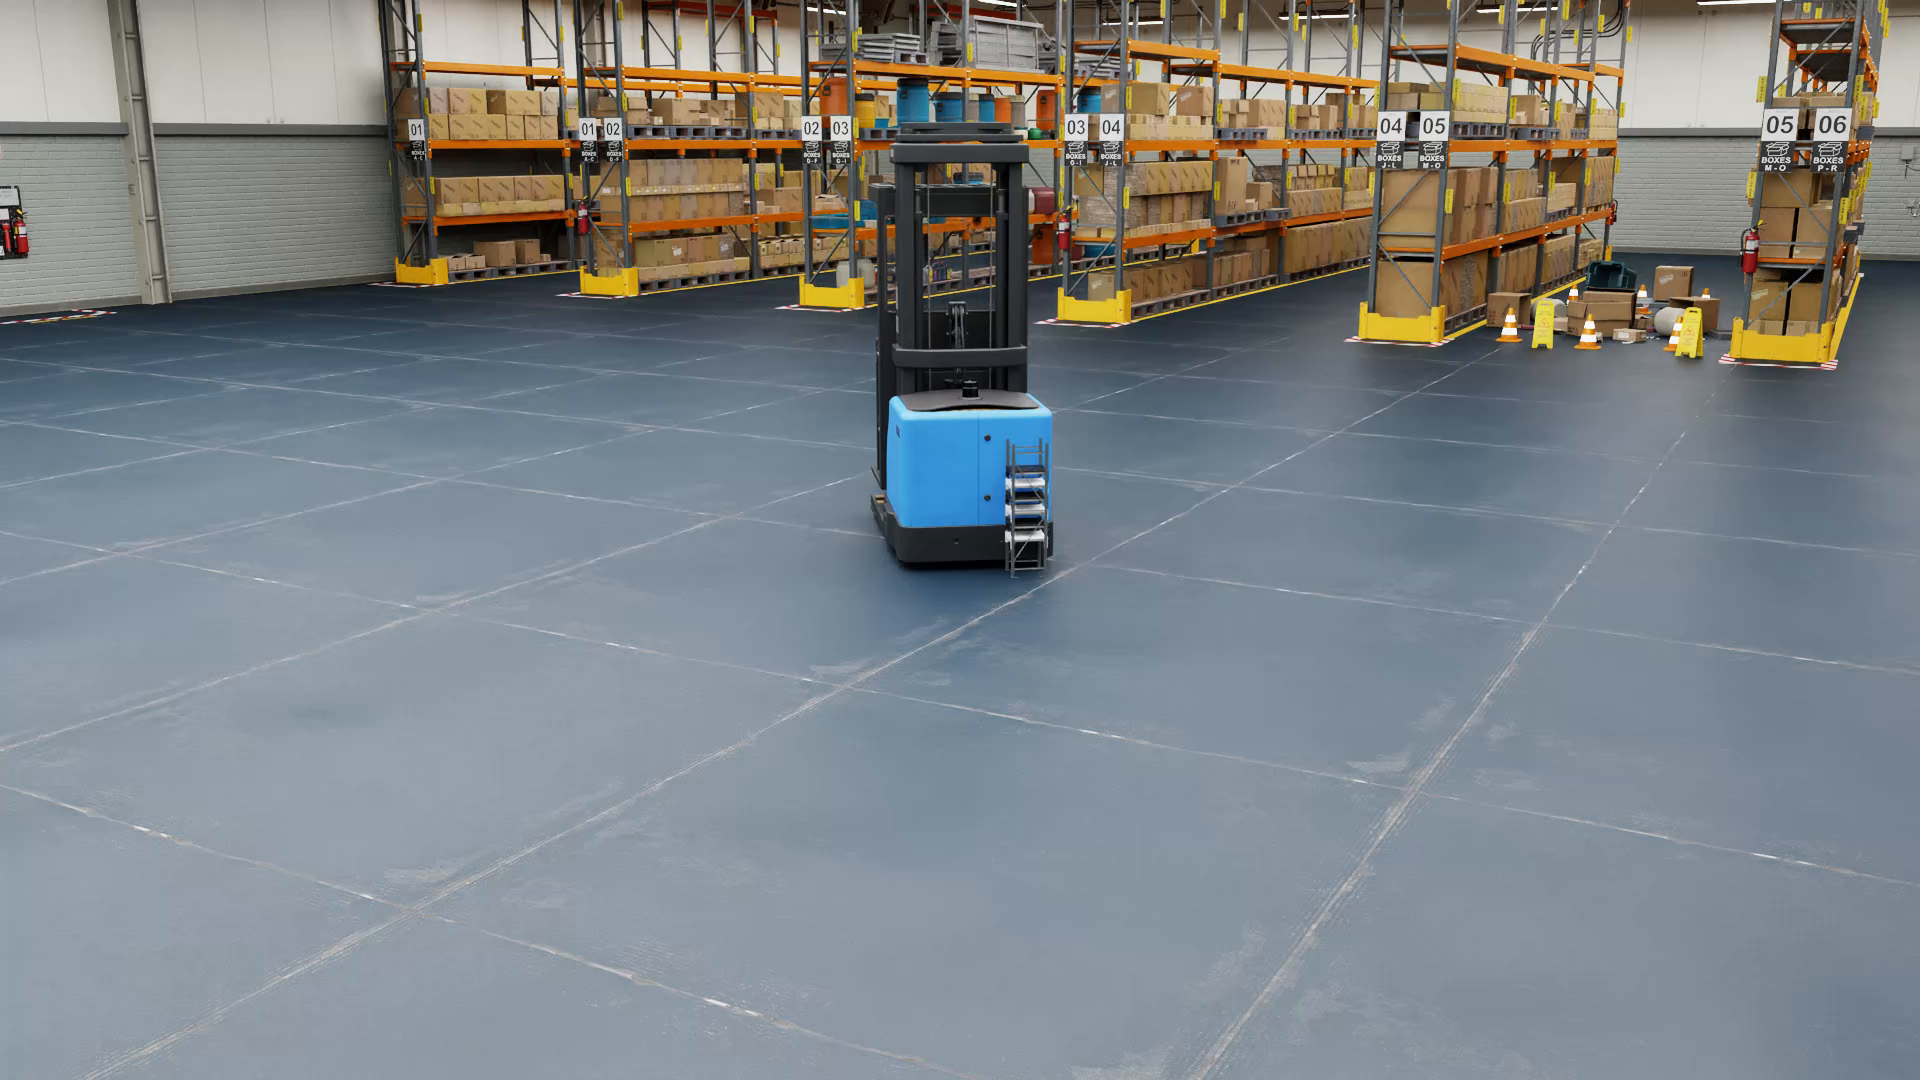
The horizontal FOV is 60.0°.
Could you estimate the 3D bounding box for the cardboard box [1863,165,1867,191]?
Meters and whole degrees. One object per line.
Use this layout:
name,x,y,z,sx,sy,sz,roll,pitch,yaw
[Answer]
cardboard box,18.266,-7.419,34.061,0.500,0.500,0.500,7,15,28

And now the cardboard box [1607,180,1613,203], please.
cardboard box,14.143,-7.733,36.861,0.500,0.500,0.500,8,16,29

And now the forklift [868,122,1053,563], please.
forklift,-0.087,-1.569,12.289,1.130,2.935,3.031,-2,14,-8

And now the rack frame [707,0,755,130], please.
rack frame,-4.629,-9.821,33.571,1.000,3.000,0.127,7,15,28

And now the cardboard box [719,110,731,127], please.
cardboard box,-6.132,-10.442,41.395,0.700,0.500,0.500,7,15,28

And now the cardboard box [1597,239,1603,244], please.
cardboard box,14.101,-6.631,37.056,0.380,0.149,0.250,8,15,29

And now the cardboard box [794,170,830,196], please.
cardboard box,-4.122,-9.661,45.069,0.980,0.700,0.700,7,15,25

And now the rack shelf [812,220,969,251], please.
rack shelf,-1.261,-5.583,30.326,1.077,0.370,4.000,7,15,28

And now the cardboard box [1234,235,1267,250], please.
cardboard box,5.677,-5.825,32.589,0.500,0.250,0.500,8,16,30

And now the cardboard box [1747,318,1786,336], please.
cardboard box,10.949,-2.907,22.662,0.500,0.250,0.500,7,15,28

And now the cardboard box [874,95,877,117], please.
cardboard box,-2.232,-9.912,38.000,0.500,0.500,0.500,7,15,28

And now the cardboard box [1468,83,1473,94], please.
cardboard box,7.209,-6.543,24.098,0.380,0.149,0.250,8,15,29

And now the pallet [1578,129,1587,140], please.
pallet,11.810,-8.093,33.202,1.213,0.211,1.003,7,15,28

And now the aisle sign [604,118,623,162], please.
aisle sign,-6.326,-7.300,30.366,0.394,0.787,0.004,7,15,28

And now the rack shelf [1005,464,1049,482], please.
rack shelf,0.440,-0.442,10.937,0.258,0.077,0.200,-2,14,-9

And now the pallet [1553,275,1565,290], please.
pallet,11.238,-5.074,32.628,1.003,0.211,1.213,7,15,28

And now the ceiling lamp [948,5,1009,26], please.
ceiling lamp,0.342,-15.946,46.521,2.000,3.185,0.800,7,15,28

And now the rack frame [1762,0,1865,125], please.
rack frame,10.783,-6.755,20.851,1.000,3.000,0.127,7,15,28

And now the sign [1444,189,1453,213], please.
sign,6.883,-4.774,23.418,0.100,0.325,0.005,7,15,28

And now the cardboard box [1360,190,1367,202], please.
cardboard box,8.855,-7.770,37.548,0.500,0.250,0.500,8,16,29

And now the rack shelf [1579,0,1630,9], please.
rack shelf,13.168,-11.433,34.700,1.077,0.370,4.000,7,15,28

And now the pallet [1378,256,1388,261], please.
pallet,9.524,-6.715,39.437,1.003,0.211,1.213,7,15,28

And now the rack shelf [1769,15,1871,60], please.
rack shelf,11.749,-6.814,22.638,1.077,0.370,4.000,7,15,28

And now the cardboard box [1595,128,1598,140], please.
cardboard box,12.890,-8.395,34.373,0.500,0.250,0.500,7,15,27

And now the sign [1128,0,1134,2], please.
sign,2.582,-8.309,25.135,0.100,0.325,0.005,7,15,28

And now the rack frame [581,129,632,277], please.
rack frame,-6.563,-6.084,30.870,1.000,3.000,0.127,7,15,28

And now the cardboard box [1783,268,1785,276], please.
cardboard box,11.313,-3.768,23.248,0.380,0.149,0.250,8,16,30

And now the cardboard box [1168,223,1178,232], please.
cardboard box,3.457,-5.276,28.054,0.380,0.149,0.250,7,15,28

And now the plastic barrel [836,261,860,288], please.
plastic barrel,-1.977,-4.661,29.378,0.421,0.512,0.421,0,14,0

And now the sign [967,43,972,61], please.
sign,0.182,-9.093,30.997,0.100,0.325,0.005,7,15,28

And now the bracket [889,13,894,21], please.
bracket,-2.107,-15.290,48.577,0.235,0.232,0.430,7,15,28

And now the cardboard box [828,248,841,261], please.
cardboard box,-2.982,-6.351,36.949,0.500,0.250,0.500,7,15,27

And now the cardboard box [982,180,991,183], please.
cardboard box,0.456,-8.981,42.672,0.500,0.500,0.500,7,15,27

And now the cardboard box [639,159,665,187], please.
cardboard box,-6.051,-6.977,31.593,0.700,0.500,0.500,7,15,27

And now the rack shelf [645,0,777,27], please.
rack shelf,-6.067,-12.879,40.697,1.077,0.370,4.000,7,15,28

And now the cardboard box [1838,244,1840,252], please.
cardboard box,12.097,-4.122,23.265,0.380,0.149,0.250,8,15,29

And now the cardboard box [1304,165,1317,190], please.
cardboard box,6.978,-7.559,34.632,0.797,0.503,0.637,8,16,30

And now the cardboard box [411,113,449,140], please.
cardboard box,-10.520,-8.202,32.997,0.500,0.500,0.500,8,16,30

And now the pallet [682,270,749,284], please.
pallet,-5.050,-5.391,33.944,1.003,0.211,1.213,7,15,28

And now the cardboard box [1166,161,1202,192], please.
cardboard box,3.824,-6.235,28.513,0.500,0.500,0.500,7,15,28

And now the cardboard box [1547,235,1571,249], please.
cardboard box,11.803,-5.908,32.979,0.500,0.250,0.500,8,16,31

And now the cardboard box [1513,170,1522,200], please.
cardboard box,9.306,-6.149,28.793,0.700,0.500,0.500,7,15,27

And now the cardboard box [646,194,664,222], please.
cardboard box,-6.076,-6.335,31.699,0.700,0.500,0.500,8,16,29

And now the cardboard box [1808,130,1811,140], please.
cardboard box,11.858,-5.748,23.610,0.380,0.149,0.250,7,15,26

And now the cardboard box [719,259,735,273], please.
cardboard box,-4.912,-5.551,33.629,0.500,0.250,0.500,7,15,28

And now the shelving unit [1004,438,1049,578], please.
shelving unit,0.440,-0.212,10.992,0.258,0.900,0.210,-2,14,-9

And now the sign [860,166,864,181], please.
sign,-2.208,-8.226,37.285,0.100,0.325,0.005,7,15,28

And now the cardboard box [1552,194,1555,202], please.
cardboard box,11.054,-6.486,31.540,0.380,0.149,0.250,7,15,28

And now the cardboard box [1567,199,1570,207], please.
cardboard box,11.936,-6.714,33.123,0.380,0.149,0.250,7,15,28

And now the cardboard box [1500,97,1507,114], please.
cardboard box,8.321,-6.852,26.229,0.500,0.250,0.500,7,15,27

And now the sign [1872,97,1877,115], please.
sign,17.063,-8.103,31.071,0.100,0.325,0.005,7,15,28
